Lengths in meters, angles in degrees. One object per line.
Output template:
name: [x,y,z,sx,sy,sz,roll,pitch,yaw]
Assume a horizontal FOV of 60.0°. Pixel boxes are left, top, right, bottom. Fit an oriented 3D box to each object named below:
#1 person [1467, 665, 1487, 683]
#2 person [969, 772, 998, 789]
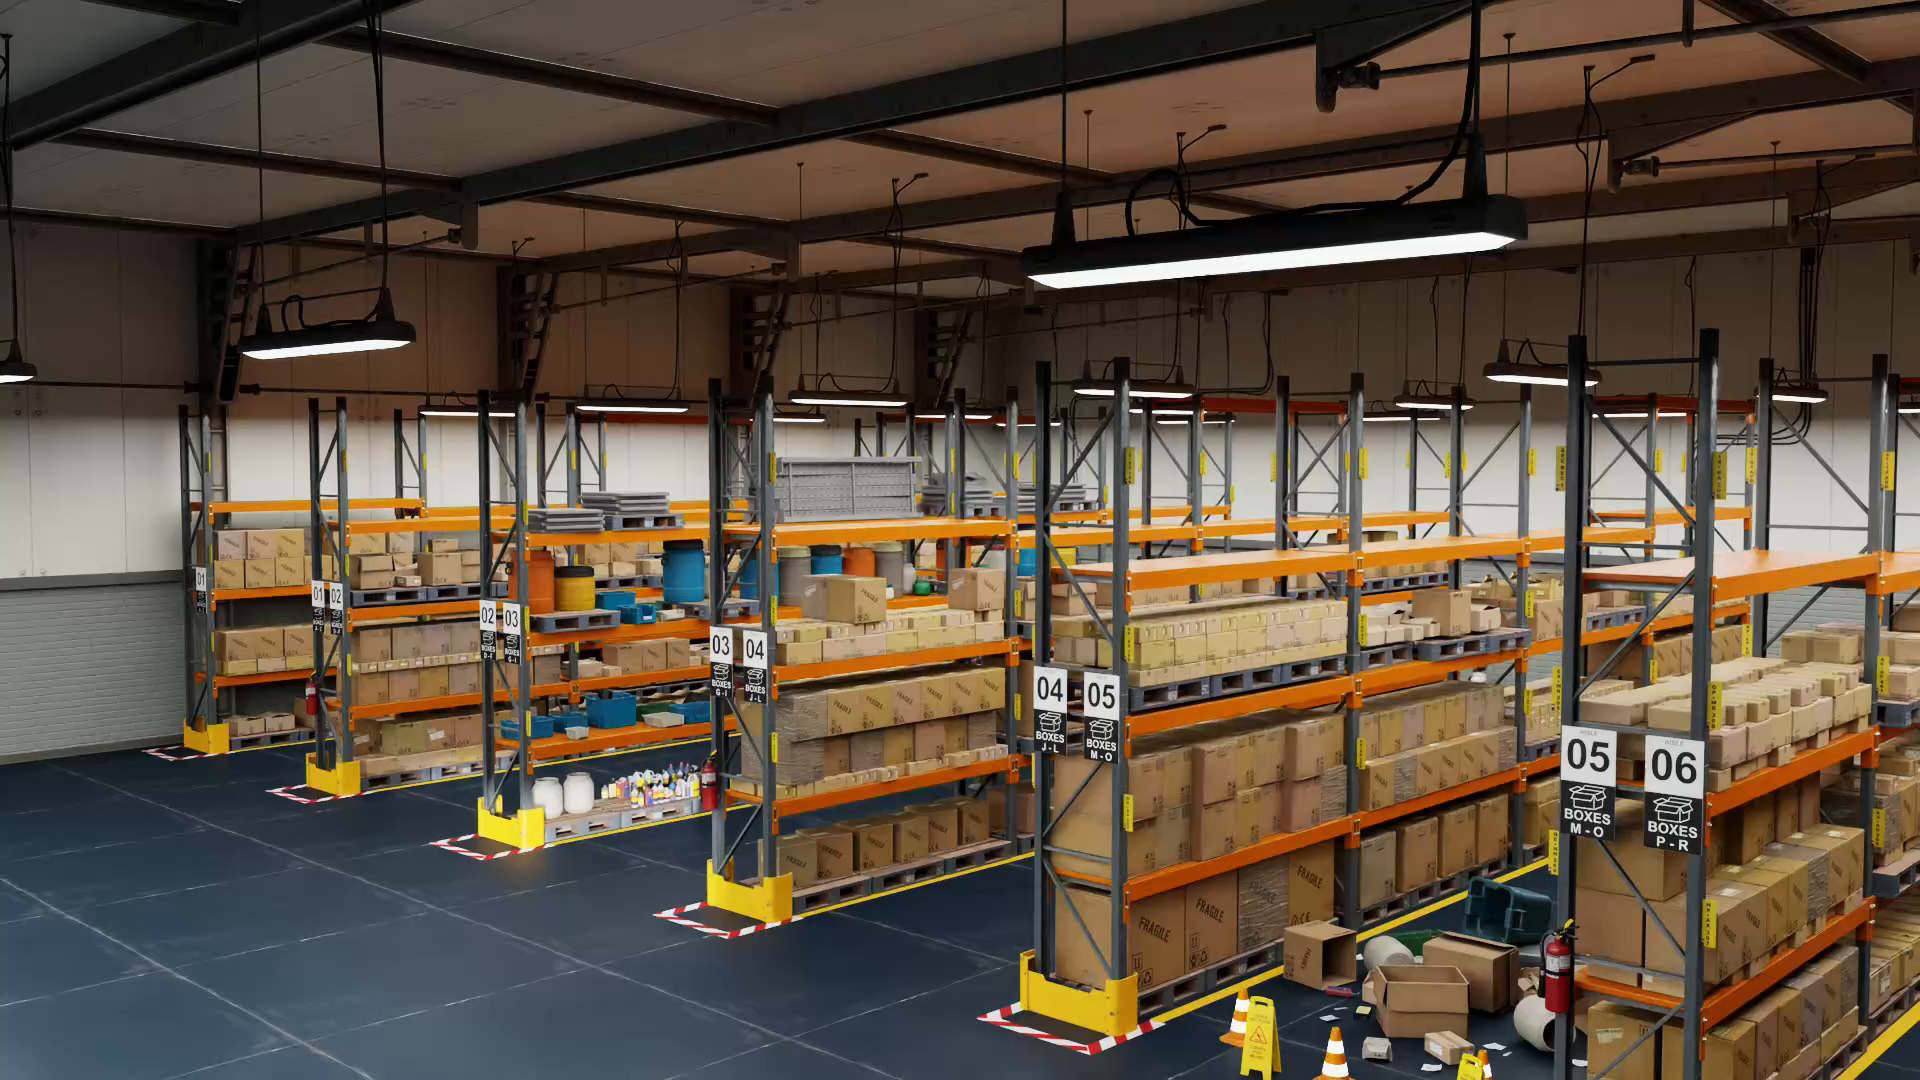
person: [8.706,2.847,28.281,0.548,1.717,0.476,1,3,10]
person: [0.394,2.920,25.674,0.418,1.779,0.639,1,3,18]
